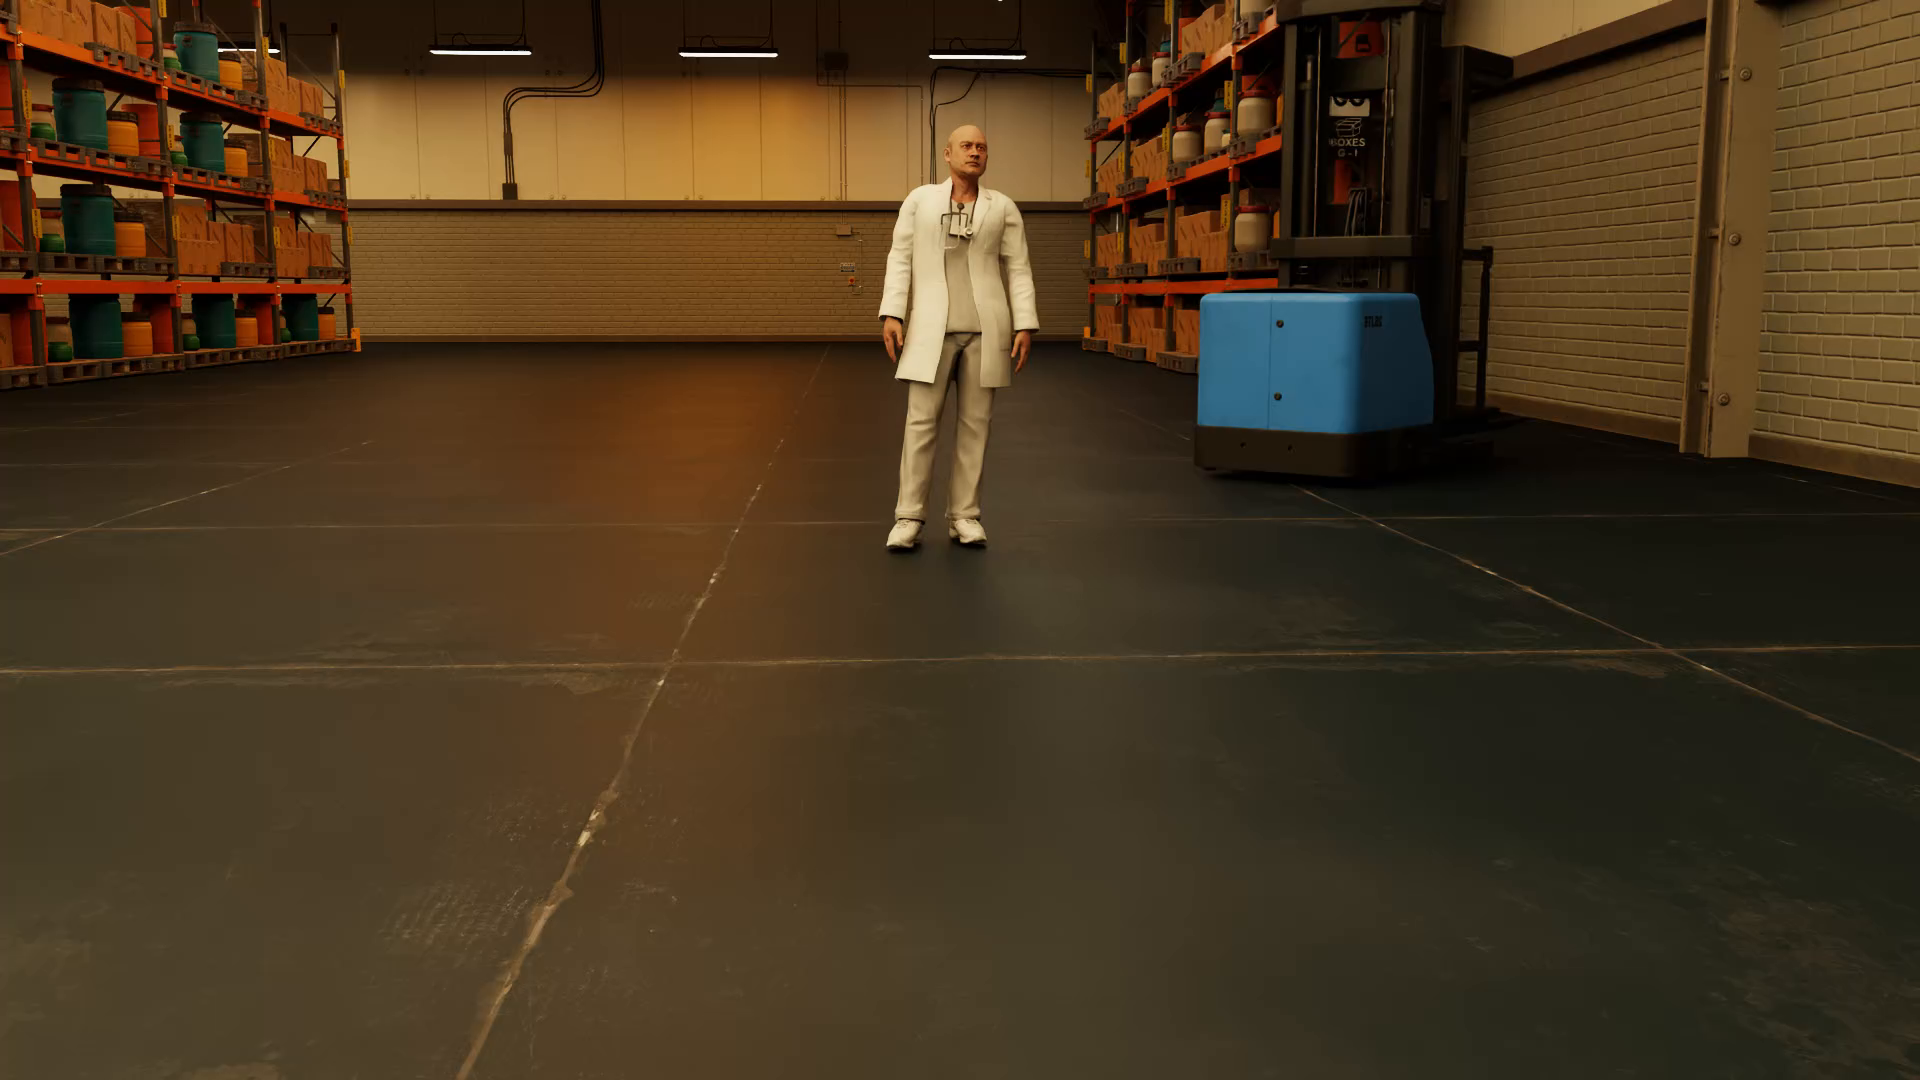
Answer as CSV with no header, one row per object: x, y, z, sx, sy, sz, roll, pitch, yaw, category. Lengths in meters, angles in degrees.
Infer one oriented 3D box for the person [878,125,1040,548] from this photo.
0.001,-0.873,7.089,0.694,1.775,0.581,-1,8,-4,person

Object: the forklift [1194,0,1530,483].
2.705,-1.934,10.356,1.130,2.935,3.031,7,11,39,forklift
